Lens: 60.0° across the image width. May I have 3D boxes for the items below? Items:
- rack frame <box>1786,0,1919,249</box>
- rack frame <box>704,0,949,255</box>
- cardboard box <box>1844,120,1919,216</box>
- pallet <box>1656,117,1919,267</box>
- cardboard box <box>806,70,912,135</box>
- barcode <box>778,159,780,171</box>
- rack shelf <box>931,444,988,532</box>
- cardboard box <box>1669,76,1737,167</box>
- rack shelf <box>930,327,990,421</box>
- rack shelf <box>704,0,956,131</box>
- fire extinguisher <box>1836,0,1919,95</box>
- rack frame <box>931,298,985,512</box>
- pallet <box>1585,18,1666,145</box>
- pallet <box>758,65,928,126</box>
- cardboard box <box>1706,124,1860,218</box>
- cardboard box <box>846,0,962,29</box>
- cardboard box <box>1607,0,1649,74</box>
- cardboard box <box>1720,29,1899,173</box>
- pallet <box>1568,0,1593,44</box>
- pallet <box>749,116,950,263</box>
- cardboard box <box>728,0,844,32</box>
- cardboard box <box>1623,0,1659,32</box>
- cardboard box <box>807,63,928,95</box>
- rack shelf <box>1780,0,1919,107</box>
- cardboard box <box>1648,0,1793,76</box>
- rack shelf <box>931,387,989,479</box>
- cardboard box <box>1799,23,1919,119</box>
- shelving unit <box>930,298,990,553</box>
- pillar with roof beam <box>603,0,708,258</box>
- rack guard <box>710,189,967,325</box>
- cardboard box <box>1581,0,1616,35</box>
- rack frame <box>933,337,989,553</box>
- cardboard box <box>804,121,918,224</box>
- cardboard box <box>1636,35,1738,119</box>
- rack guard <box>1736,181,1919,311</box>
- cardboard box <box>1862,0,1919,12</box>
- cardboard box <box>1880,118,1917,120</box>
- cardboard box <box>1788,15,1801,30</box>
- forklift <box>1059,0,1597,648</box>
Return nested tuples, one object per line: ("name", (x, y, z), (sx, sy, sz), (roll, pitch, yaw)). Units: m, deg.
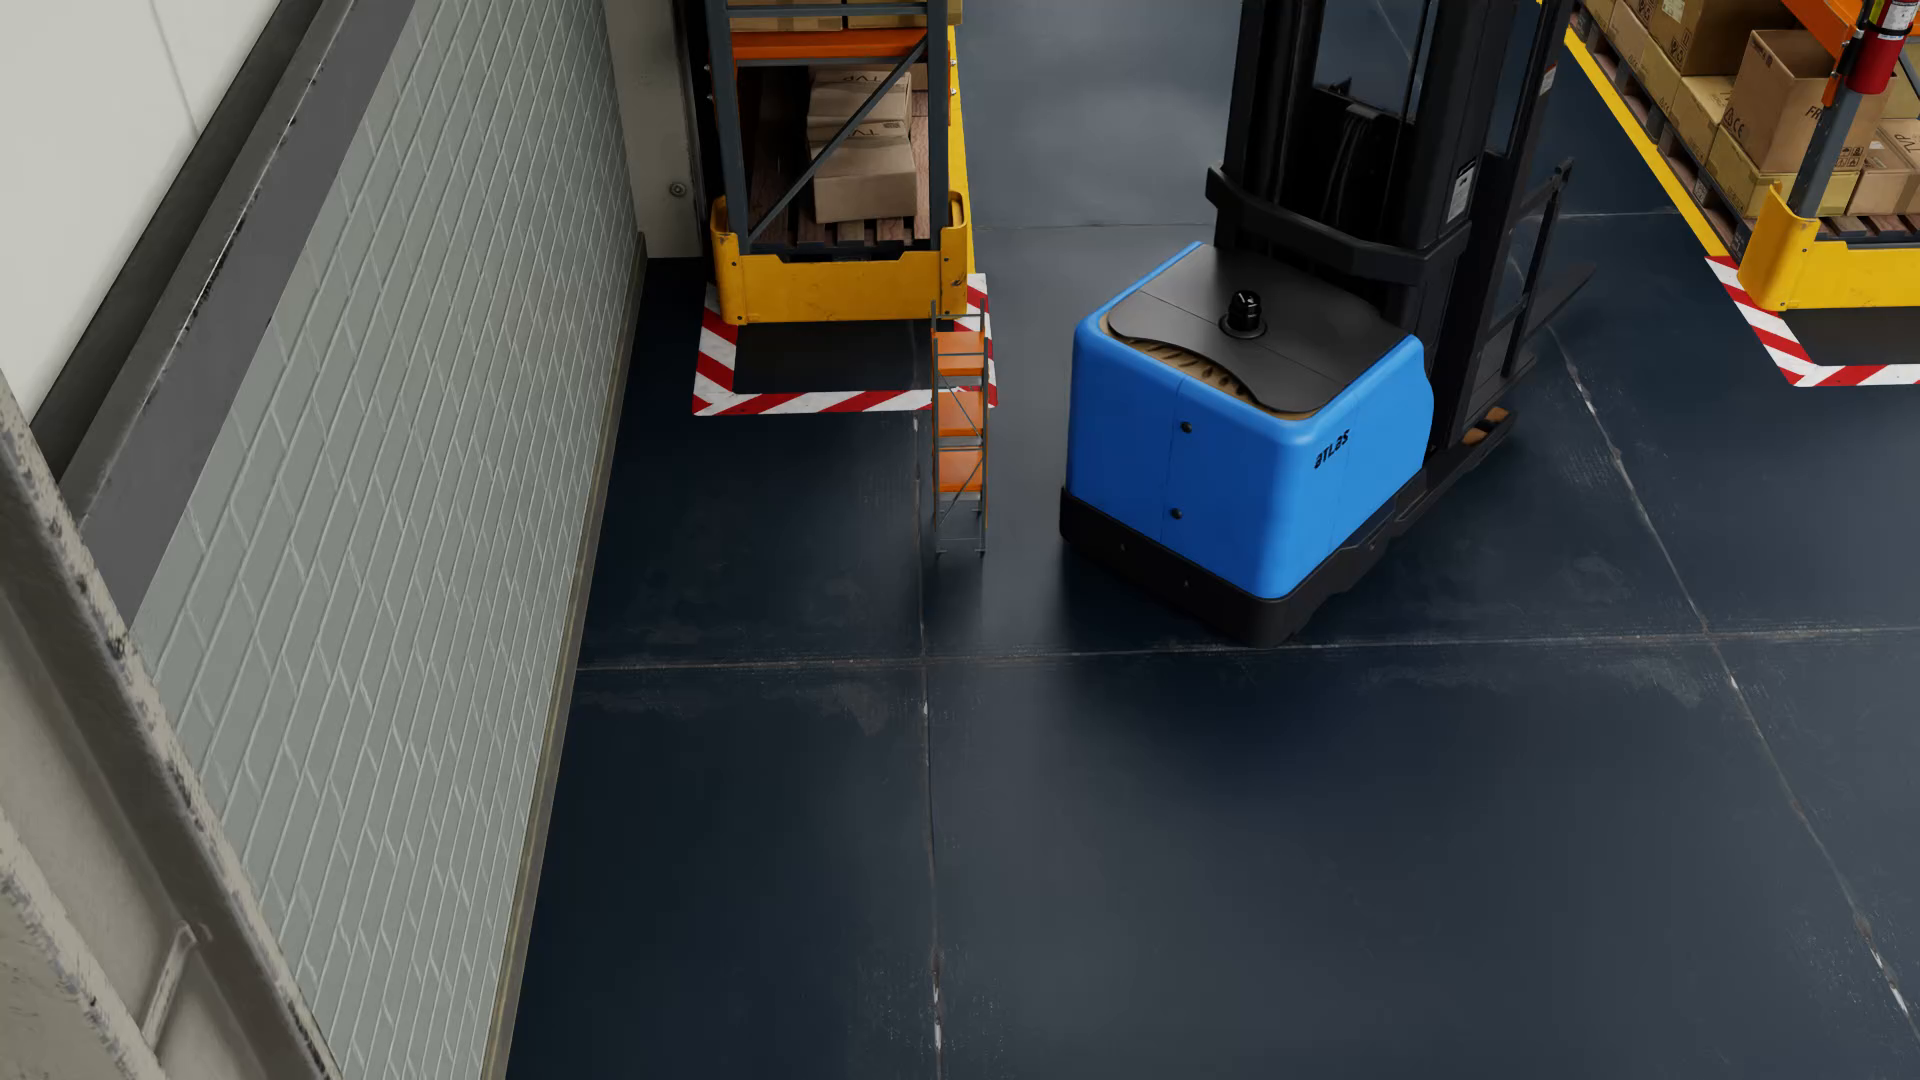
("rack frame", (4.396, -2.347, 7.090), (1.000, 3.000, 0.127), (-2, 43, -2))
("rack frame", (-0.553, -2.202, 6.933), (1.000, 3.000, 0.127), (-2, 43, -2))
("cardboard box", (4.595, -1.856, 8.279), (0.500, 0.250, 0.500), (-2, 43, -2))
("pallet", (4.321, -1.834, 8.594), (1.003, 0.211, 1.213), (-2, 43, -2))
("cardboard box", (-0.517, -2.228, 8.625), (0.500, 0.311, 0.500), (2, 43, 2))
("barcode", (-0.893, -1.847, 8.203), (0.001, 0.075, 0.075), (-2, 43, -2))
("rack shelf", (-0.002, -0.210, 6.630), (0.215, 0.259, 0.240), (-2, 43, -2))
("cardboard box", (4.045, -2.179, 8.631), (0.500, 0.250, 0.500), (-2, 43, -2))
("rack shelf", (-0.002, -0.625, 6.250), (0.215, 0.259, 0.240), (-2, 43, -2))
("rack shelf", (-0.638, -3.287, 8.649), (1.077, 0.370, 4.000), (-2, 43, -2))
("fire extinguisher", (3.937, -2.225, 7.015), (0.296, 0.674, 0.183), (-2, 43, -2))
("rack frame", (-0.007, -0.506, 6.525), (0.200, 1.050, 0.008), (-2, 43, -2))
("pallet", (4.273, -2.656, 9.491), (1.003, 0.211, 1.213), (-2, 43, -2))
("pallet", (-0.605, -2.597, 9.427), (1.003, 0.211, 1.213), (-2, 43, -2))
("cardboard box", (4.078, -1.842, 8.263), (0.500, 0.250, 0.500), (-2, 43, -2))
("cardboard box", (-0.257, -2.493, 7.346), (0.500, 0.250, 0.500), (-3, 43, -3))
("cardboard box", (4.002, -2.854, 9.368), (0.500, 0.250, 0.500), (-2, 43, -2))
("cardboard box", (4.076, -2.118, 8.010), (0.500, 0.500, 0.500), (-2, 43, -2))
("pallet", (4.218, -3.481, 10.392), (1.003, 0.211, 1.213), (-2, 43, -2))
("pallet", (-0.556, -1.775, 8.530), (1.003, 0.211, 1.213), (-2, 43, -2))
("cardboard box", (-0.767, -2.464, 7.315), (0.500, 0.250, 0.500), (-1, 43, -1))
("cardboard box", (3.999, -3.130, 9.114), (0.500, 0.500, 0.500), (-2, 43, -2))
("cardboard box", (-0.498, -2.794, 9.103), (0.700, 0.500, 0.500), (-4, 43, -4))
("rack shelf", (4.311, -3.432, 8.806), (1.077, 0.370, 4.000), (-2, 43, -2))
("cardboard box", (4.019, -2.793, 8.746), (0.500, 0.500, 0.500), (-2, 43, -2))
("rack shelf", (-0.002, -0.415, 6.442), (0.215, 0.259, 0.240), (-2, 43, -2))
("cardboard box", (4.572, -2.470, 8.394), (0.500, 0.500, 0.500), (-2, 43, -2))
("shelving unit", (-0.002, -0.423, 6.435), (0.215, 1.050, 0.252), (-2, 43, -2))
("pillar with roof beam", (2.854, -4.985, 5.529), (9.100, 9.000, 0.400), (-2, 43, -2))
("rack guard", (-0.557, -1.332, 7.833), (1.175, 0.500, 0.348), (-2, 43, -2))
("cardboard box", (3.975, -3.191, 9.736), (0.500, 0.250, 0.500), (-2, 43, -2))
("rack frame", (0.003, -0.341, 6.345), (0.200, 1.050, 0.008), (-2, 43, -2))
("cardboard box", (-0.493, -1.843, 8.205), (0.500, 0.311, 0.500), (-6, 43, -7))
("cardboard box", (4.022, -2.516, 8.999), (0.500, 0.250, 0.500), (-2, 43, -2))
("rack guard", (4.397, -1.409, 7.917), (1.175, 0.500, 0.348), (-2, 43, -2))
("cardboard box", (4.389, -2.699, 7.401), (0.700, 0.500, 0.500), (-2, 43, -2))
("cardboard box", (4.570, -2.194, 8.648), (0.500, 0.250, 0.500), (-2, 43, -2))
("cardboard box", (4.538, -2.807, 8.762), (0.500, 0.500, 0.500), (-2, 43, -2))
("forklift", (1.750, -1.597, 6.323), (1.130, 2.935, 3.031), (31, 51, 29))
